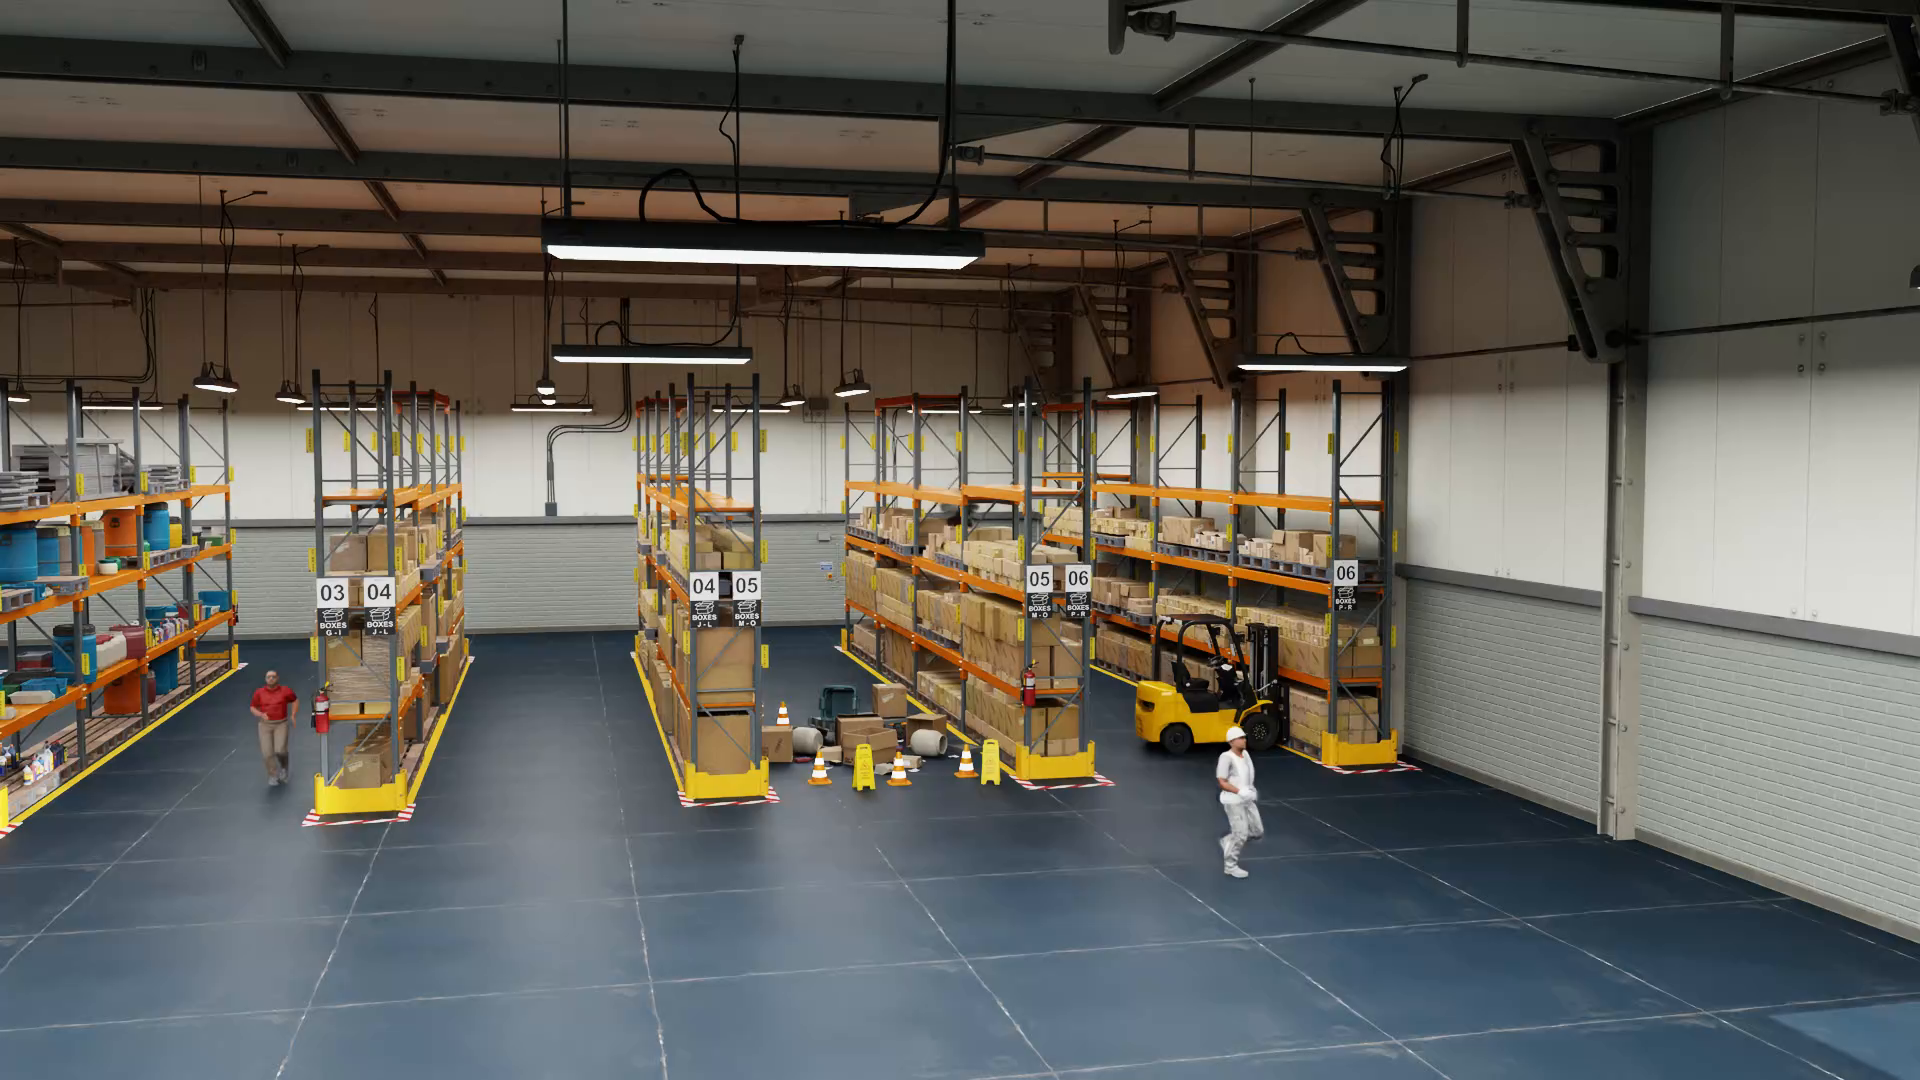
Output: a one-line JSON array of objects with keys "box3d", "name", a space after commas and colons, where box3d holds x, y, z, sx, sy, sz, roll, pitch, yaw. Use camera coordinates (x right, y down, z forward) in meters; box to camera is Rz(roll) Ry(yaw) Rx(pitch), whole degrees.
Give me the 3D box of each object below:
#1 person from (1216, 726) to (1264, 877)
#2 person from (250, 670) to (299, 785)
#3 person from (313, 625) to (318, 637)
[{"box3d": [3.229, 3.025, 19.238, 0.595, 1.737, 0.683, 3, 4, 38], "name": "person"}, {"box3d": [-10.035, 2.748, 24.321, 0.651, 1.688, 0.607, -1, 3, -17], "name": "person"}, {"box3d": [-12.533, 2.197, 33.111, 0.654, 1.739, 0.739, -1, 4, -24], "name": "person"}]
